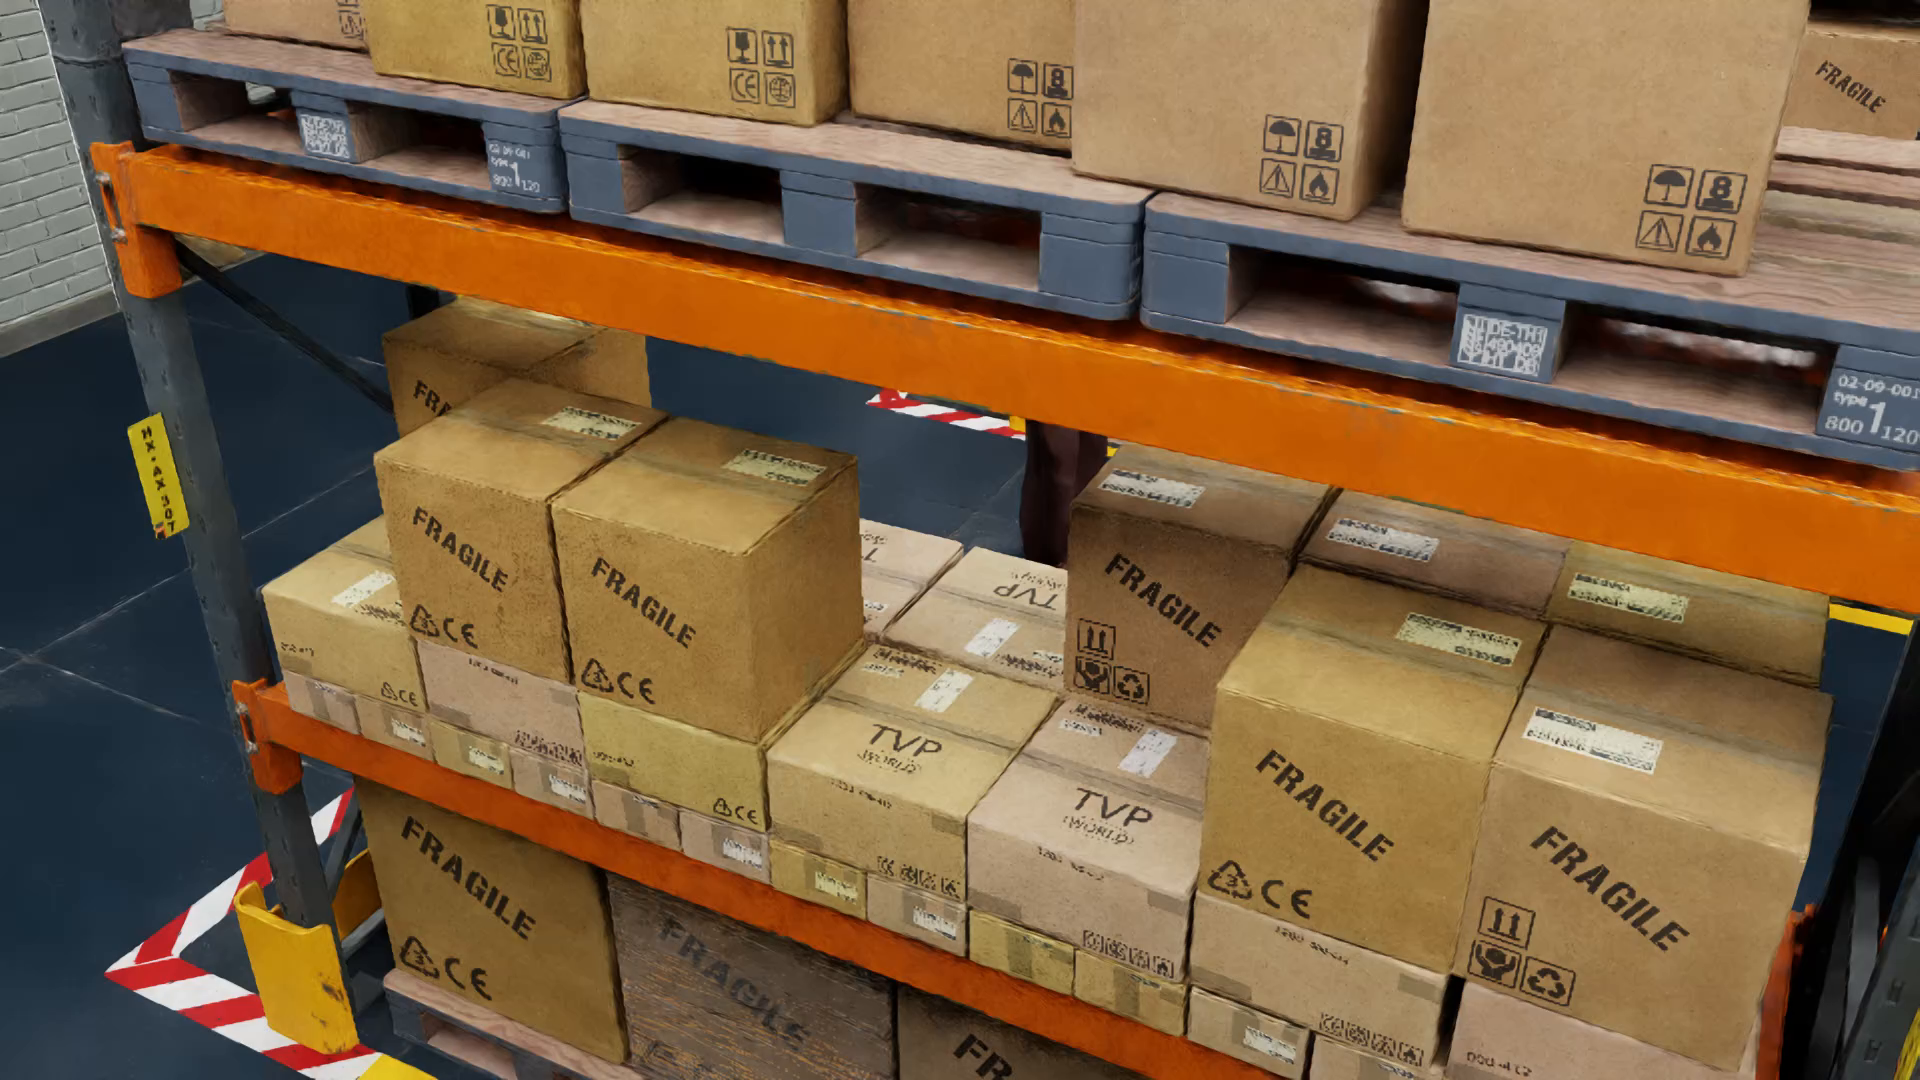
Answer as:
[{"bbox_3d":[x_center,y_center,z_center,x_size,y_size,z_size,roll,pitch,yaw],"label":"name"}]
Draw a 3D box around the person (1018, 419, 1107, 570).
[{"bbox_3d":[0.343,-0.057,6.227,0.657,1.758,0.685,-4,30,-7],"label":"person"}]
